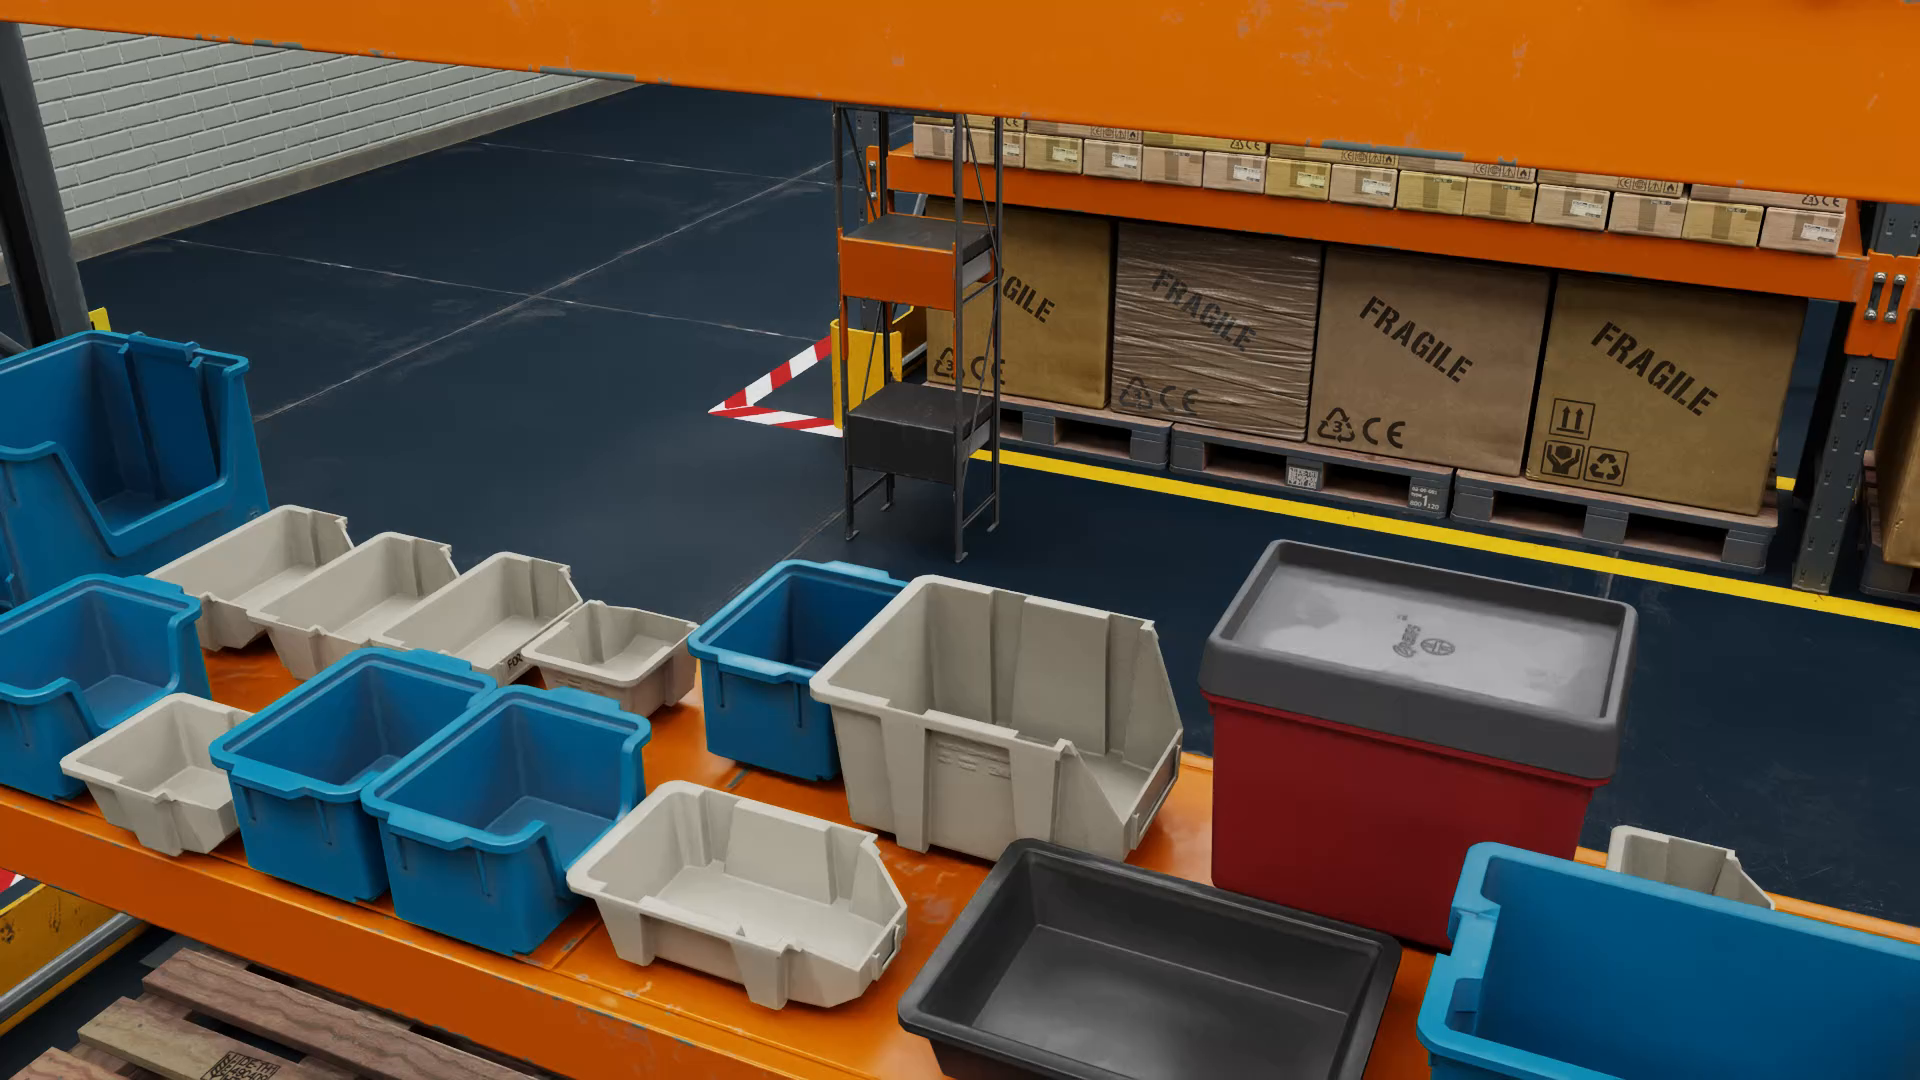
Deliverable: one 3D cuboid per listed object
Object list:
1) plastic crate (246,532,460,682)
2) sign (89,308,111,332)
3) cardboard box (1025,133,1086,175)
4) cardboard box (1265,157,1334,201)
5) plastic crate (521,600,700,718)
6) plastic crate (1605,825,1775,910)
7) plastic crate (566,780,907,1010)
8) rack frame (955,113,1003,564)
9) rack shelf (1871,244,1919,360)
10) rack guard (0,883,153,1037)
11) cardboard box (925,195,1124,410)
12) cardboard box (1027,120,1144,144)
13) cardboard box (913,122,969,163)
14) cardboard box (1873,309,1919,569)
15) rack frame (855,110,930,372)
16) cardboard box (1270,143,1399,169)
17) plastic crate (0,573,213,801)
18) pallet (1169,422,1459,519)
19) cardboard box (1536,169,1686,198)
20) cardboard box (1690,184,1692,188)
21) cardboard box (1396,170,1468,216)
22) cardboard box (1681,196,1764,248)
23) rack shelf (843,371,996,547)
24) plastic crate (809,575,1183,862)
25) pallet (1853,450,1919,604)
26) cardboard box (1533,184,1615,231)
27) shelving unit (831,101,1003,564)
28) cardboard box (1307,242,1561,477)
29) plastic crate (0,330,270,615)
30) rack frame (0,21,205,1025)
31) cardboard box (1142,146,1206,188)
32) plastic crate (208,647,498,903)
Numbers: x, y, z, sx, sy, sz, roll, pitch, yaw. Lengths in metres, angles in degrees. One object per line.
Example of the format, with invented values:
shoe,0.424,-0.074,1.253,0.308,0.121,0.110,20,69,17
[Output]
plastic crate,-1.171,0.142,3.296,0.243,0.136,0.396,11,28,22
sign,-2.033,-0.382,3.944,0.005,0.325,0.100,11,28,22
cardboard box,0.458,-1.672,7.035,0.250,0.149,0.380,11,28,21
cardboard box,1.391,-1.485,6.654,0.250,0.149,0.380,11,28,21
plastic crate,-0.630,0.230,3.117,0.250,0.136,0.298,11,28,22
plastic crate,1.030,0.596,2.374,0.243,0.136,0.396,11,28,22
plastic crate,-0.315,0.541,2.486,0.466,0.136,0.293,11,28,22
rack frame,0.071,-0.928,6.257,0.015,2.100,0.400,11,28,22
rack shelf,5.266,-0.656,5.501,4.000,0.370,1.077,11,28,22
rack guard,-2.274,1.038,4.075,0.348,0.500,1.175,11,28,22
cardboard box,0.420,-1.226,7.774,0.875,0.875,0.875,11,28,22
cardboard box,0.605,-1.853,6.951,0.500,0.250,0.500,11,28,21
cardboard box,-0.009,-1.765,7.224,0.250,0.149,0.380,12,29,22
cardboard box,4.036,-0.471,6.240,0.875,0.875,1.225,11,28,22
rack frame,-0.196,-2.076,7.570,0.127,3.000,1.000,11,28,22
cardboard box,1.538,-1.667,6.572,0.500,0.250,0.500,11,28,21
plastic crate,-1.559,0.262,2.944,0.300,0.233,0.416,11,28,22
pallet,1.671,-0.486,7.499,1.213,0.211,1.003,11,28,22
cardboard box,2.463,-1.479,6.192,0.500,0.250,0.500,12,29,23
cardboard box,2.834,-1.515,6.716,0.250,0.149,0.380,12,29,23
cardboard box,1.862,-1.390,6.463,0.250,0.149,0.380,11,28,21
cardboard box,2.797,-1.203,6.081,0.250,0.149,0.380,12,29,23
rack shelf,-0.151,-0.332,6.663,0.480,0.518,0.431,11,28,22
plastic crate,0.081,0.320,2.770,0.530,0.282,0.437,11,28,22
pallet,4.179,0.017,6.476,1.213,0.211,1.003,11,28,22
cardboard box,2.330,-1.297,6.272,0.250,0.149,0.380,12,29,23
shelving unit,-0.151,-0.972,6.348,0.503,2.100,0.431,11,28,22
cardboard box,2.058,-0.897,7.106,0.875,0.875,0.875,11,28,22
plastic crate,-1.864,-0.141,3.532,0.499,0.435,0.616,11,28,22
rack frame,-2.246,-0.084,3.525,0.127,3.000,1.000,11,28,22
cardboard box,0.927,-1.578,6.844,0.250,0.149,0.380,11,28,21
plastic crate,-0.959,0.382,2.699,0.300,0.233,0.416,11,28,22
